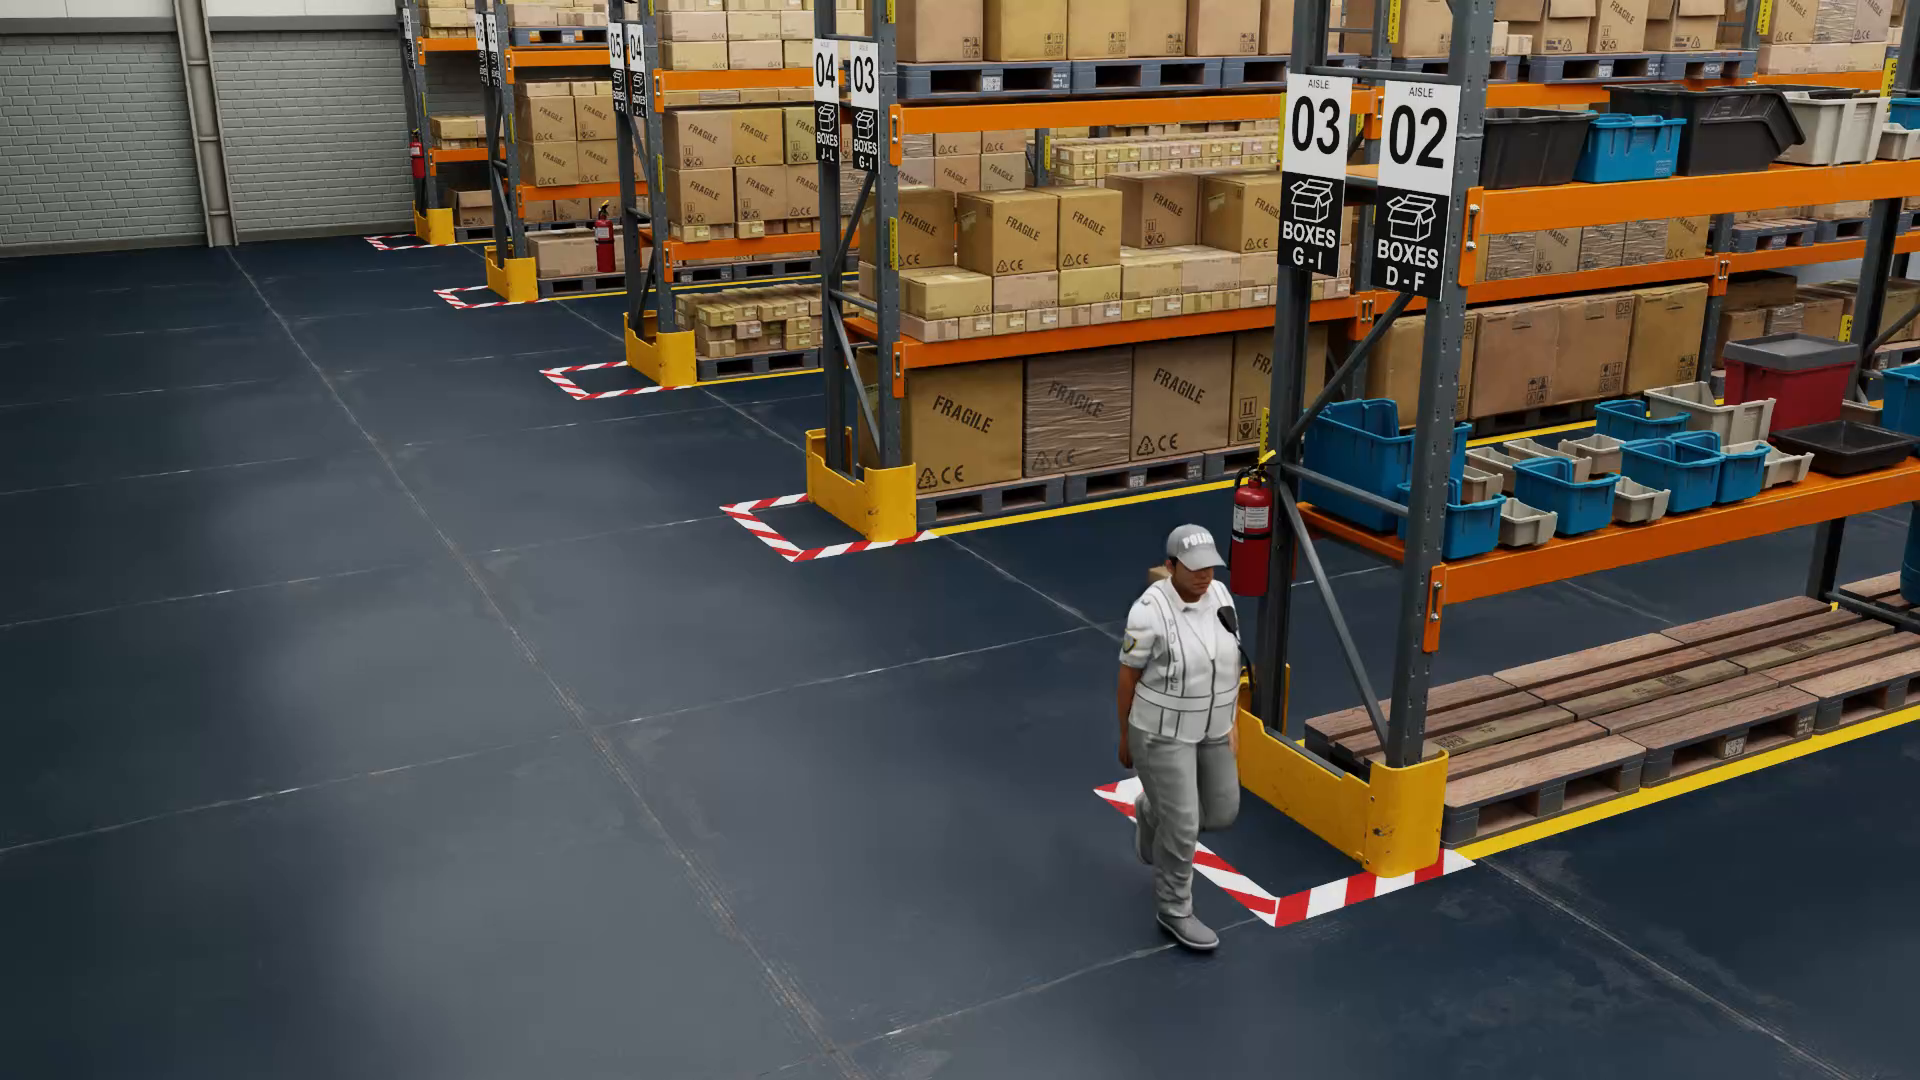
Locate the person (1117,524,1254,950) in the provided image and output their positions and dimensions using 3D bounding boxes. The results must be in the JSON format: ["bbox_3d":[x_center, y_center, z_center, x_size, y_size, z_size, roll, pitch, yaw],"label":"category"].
[{"bbox_3d":[0.821,0.705,6.416,0.477,1.644,0.676,-11,21,-28],"label":"person"}]
